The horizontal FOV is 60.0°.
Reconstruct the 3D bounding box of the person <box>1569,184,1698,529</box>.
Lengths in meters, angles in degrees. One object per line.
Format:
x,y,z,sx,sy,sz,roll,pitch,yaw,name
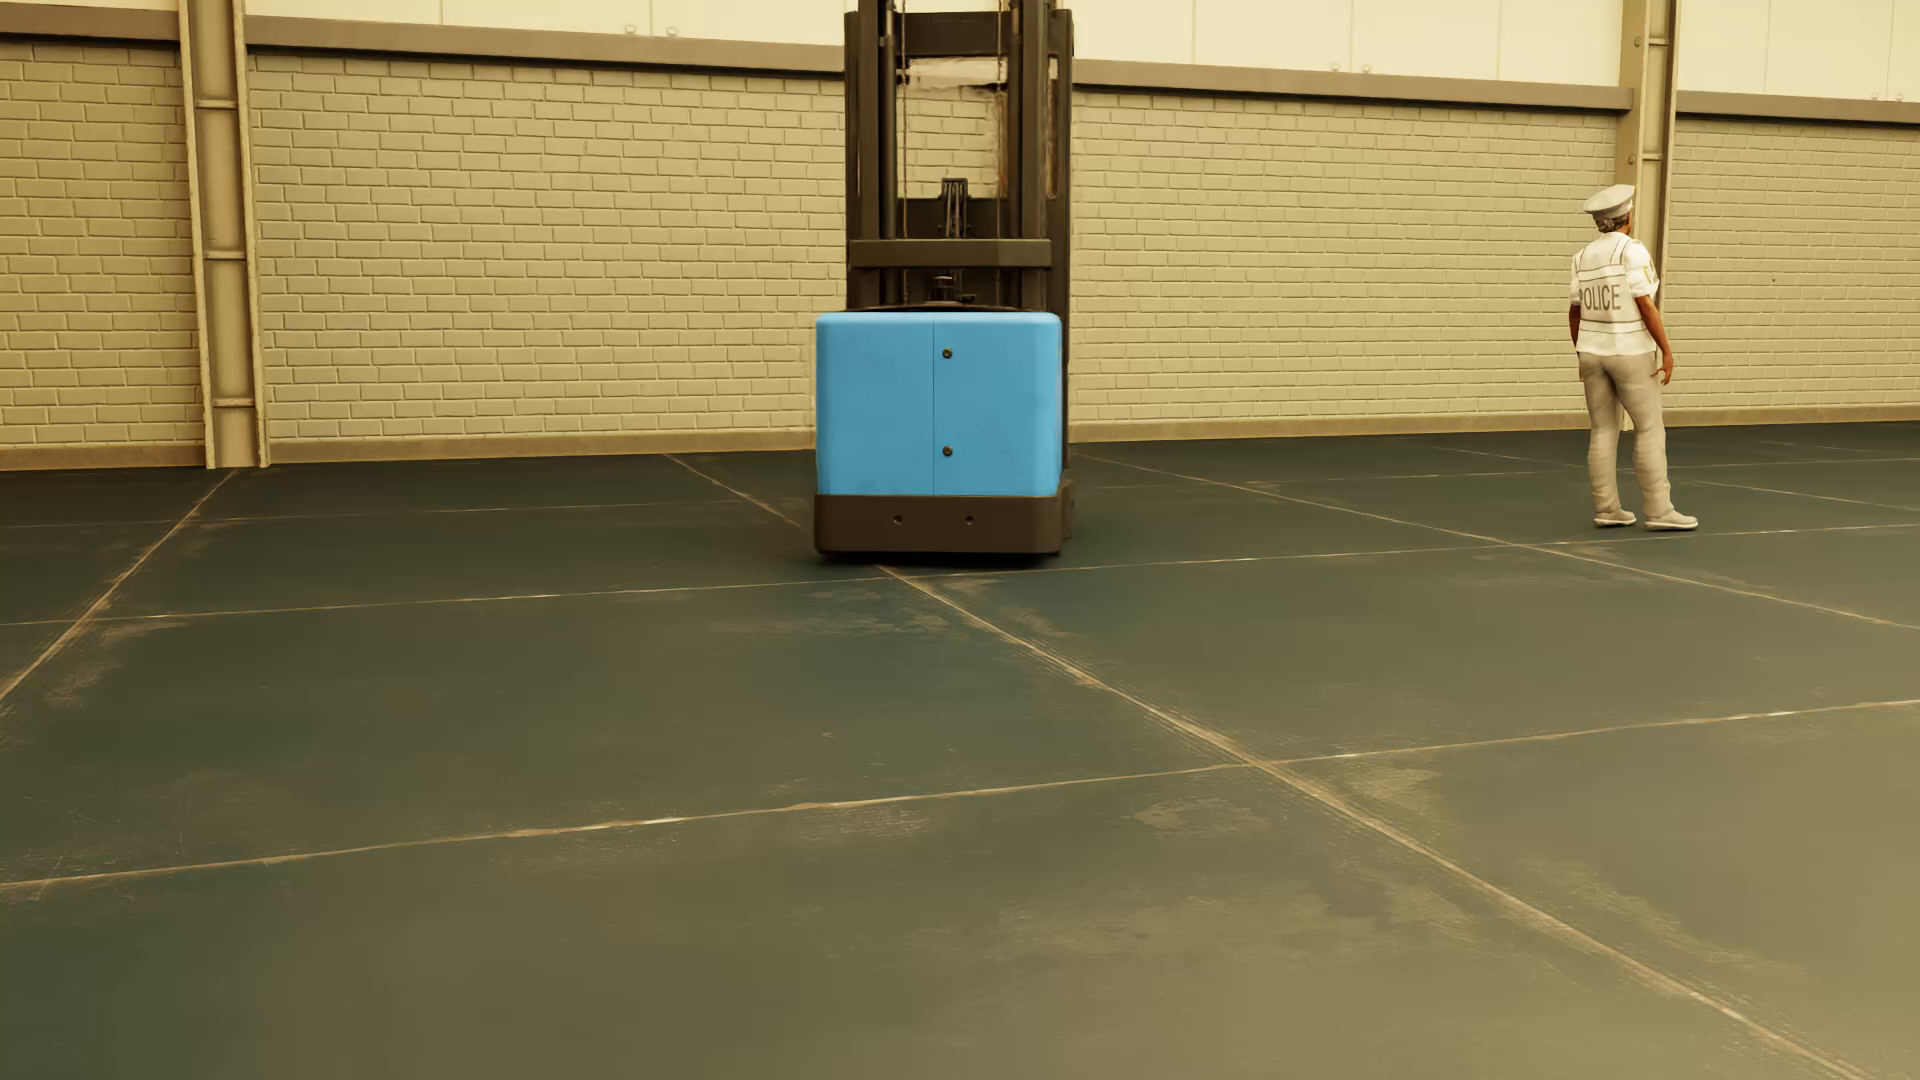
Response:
3.338,-0.912,8.289,0.530,1.695,0.570,-4,9,-29,person

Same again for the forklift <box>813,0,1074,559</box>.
0.010,-1.532,8.315,1.130,2.935,3.031,1,8,5,forklift
